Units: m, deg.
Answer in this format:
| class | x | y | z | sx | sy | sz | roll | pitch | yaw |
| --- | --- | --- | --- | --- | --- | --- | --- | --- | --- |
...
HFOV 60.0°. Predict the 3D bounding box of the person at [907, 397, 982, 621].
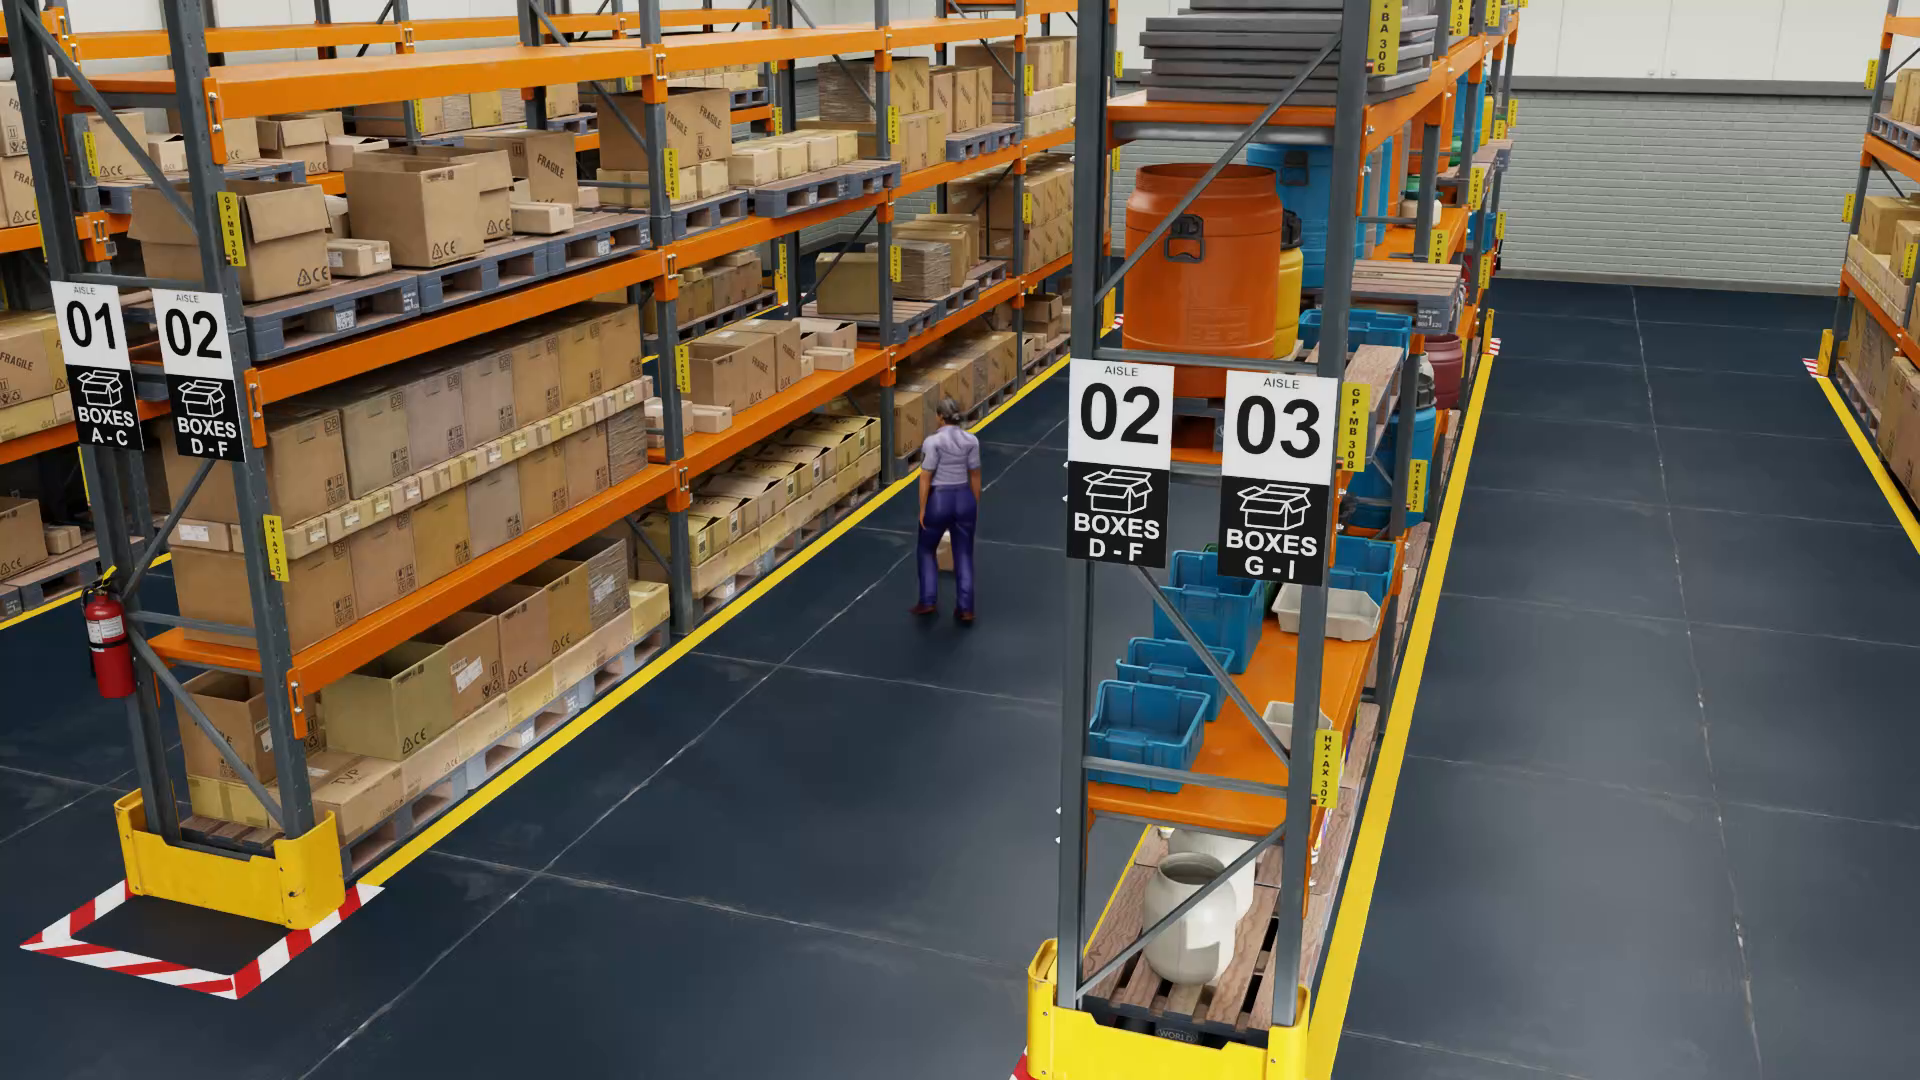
| class | x | y | z | sx | sy | sz | roll | pitch | yaw |
| --- | --- | --- | --- | --- | --- | --- | --- | --- | --- |
| person | -0.078 | -0.194 | 12.212 | 0.540 | 1.695 | 0.544 | -7 | 20 | -19 |
